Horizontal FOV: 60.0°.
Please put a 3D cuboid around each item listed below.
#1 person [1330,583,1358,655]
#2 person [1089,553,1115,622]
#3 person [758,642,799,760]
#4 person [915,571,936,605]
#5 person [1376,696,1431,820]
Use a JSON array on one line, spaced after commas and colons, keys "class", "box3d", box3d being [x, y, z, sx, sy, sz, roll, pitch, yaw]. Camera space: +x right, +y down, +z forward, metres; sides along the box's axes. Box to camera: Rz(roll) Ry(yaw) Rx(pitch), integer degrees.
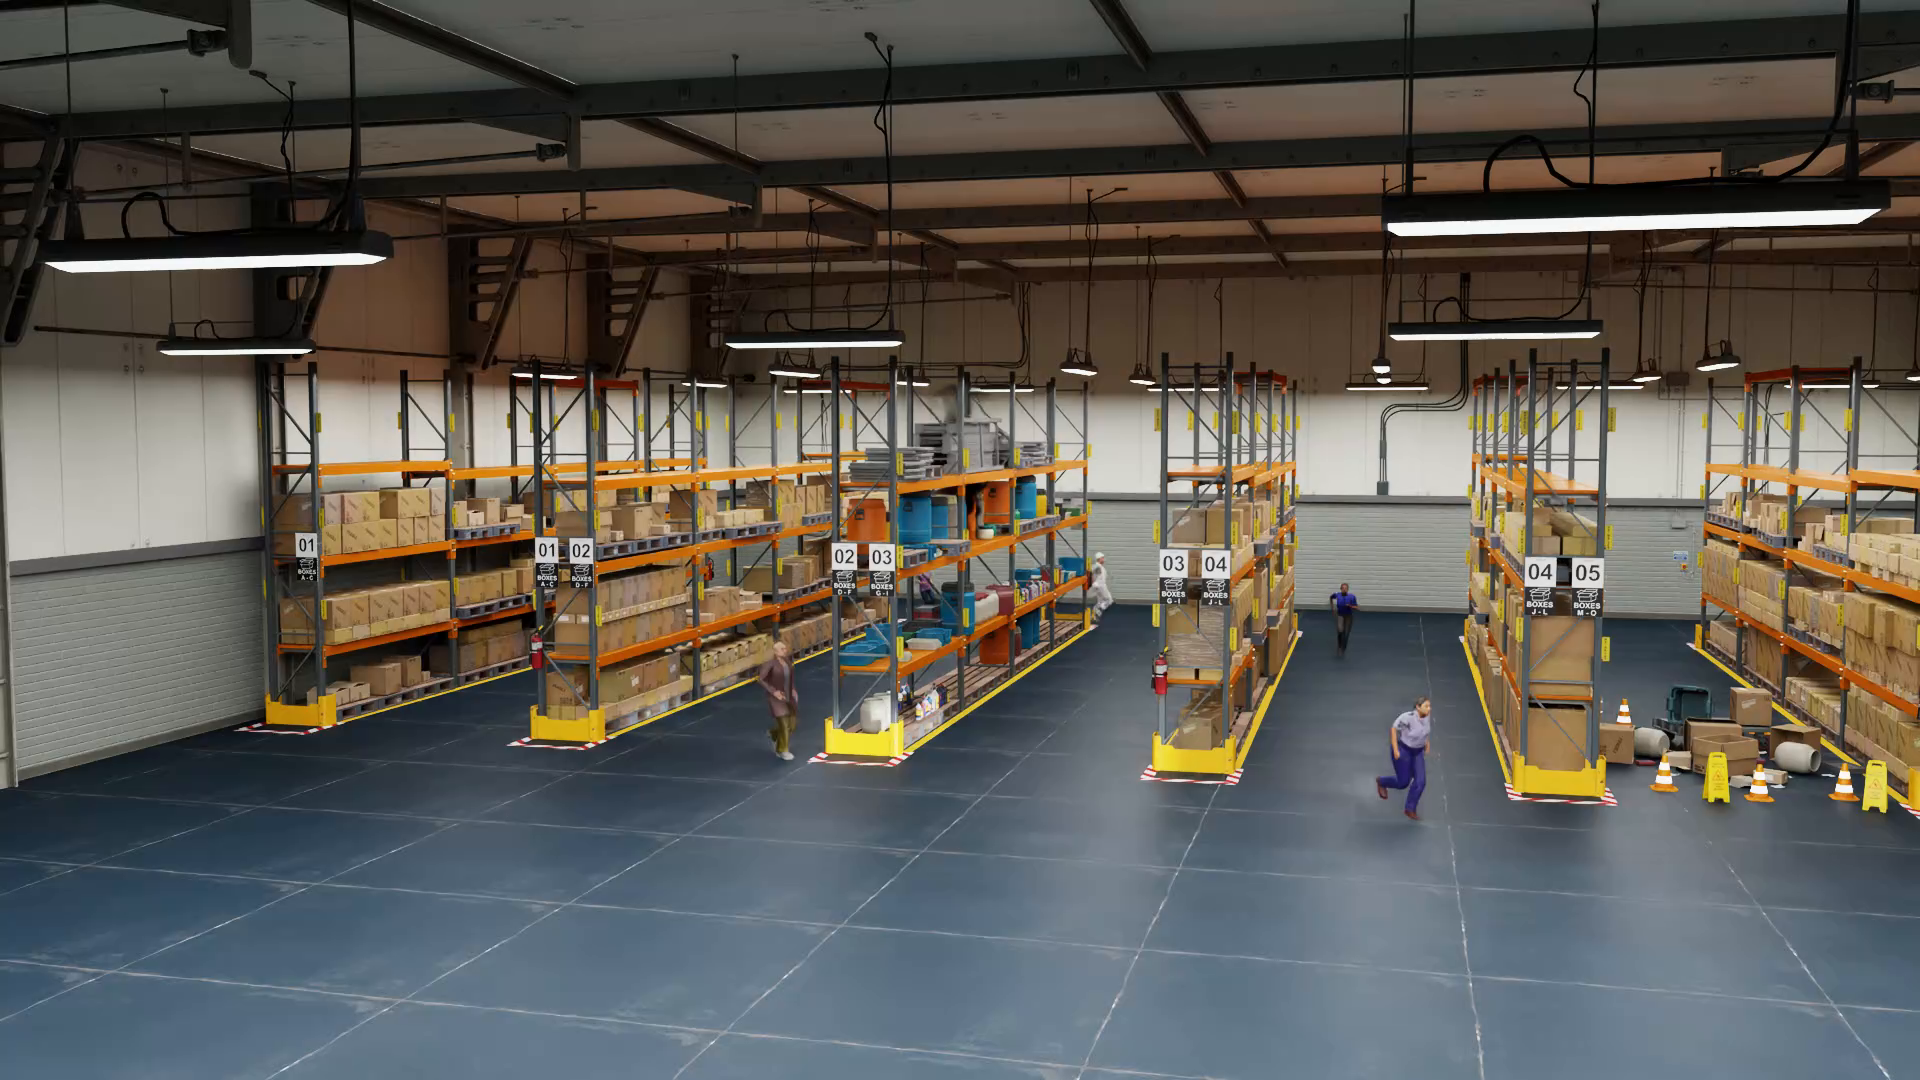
[{"class": "person", "box3d": [8.199, 1.690, 35.557, 0.565, 1.575, 0.852, 1, 4, 9]}, {"class": "person", "box3d": [3.555, 1.187, 41.527, 0.649, 1.747, 0.641, 1, 4, 10]}, {"class": "person", "box3d": [-2.735, 2.390, 24.825, 0.647, 1.749, 0.723, 3, 5, 39]}, {"class": "person", "box3d": [-0.878, 1.261, 42.300, 0.595, 1.516, 0.584, -1, 4, -18]}, {"class": "person", "box3d": [5.687, 2.748, 21.257, 0.606, 1.602, 0.824, -3, 5, -34]}]
